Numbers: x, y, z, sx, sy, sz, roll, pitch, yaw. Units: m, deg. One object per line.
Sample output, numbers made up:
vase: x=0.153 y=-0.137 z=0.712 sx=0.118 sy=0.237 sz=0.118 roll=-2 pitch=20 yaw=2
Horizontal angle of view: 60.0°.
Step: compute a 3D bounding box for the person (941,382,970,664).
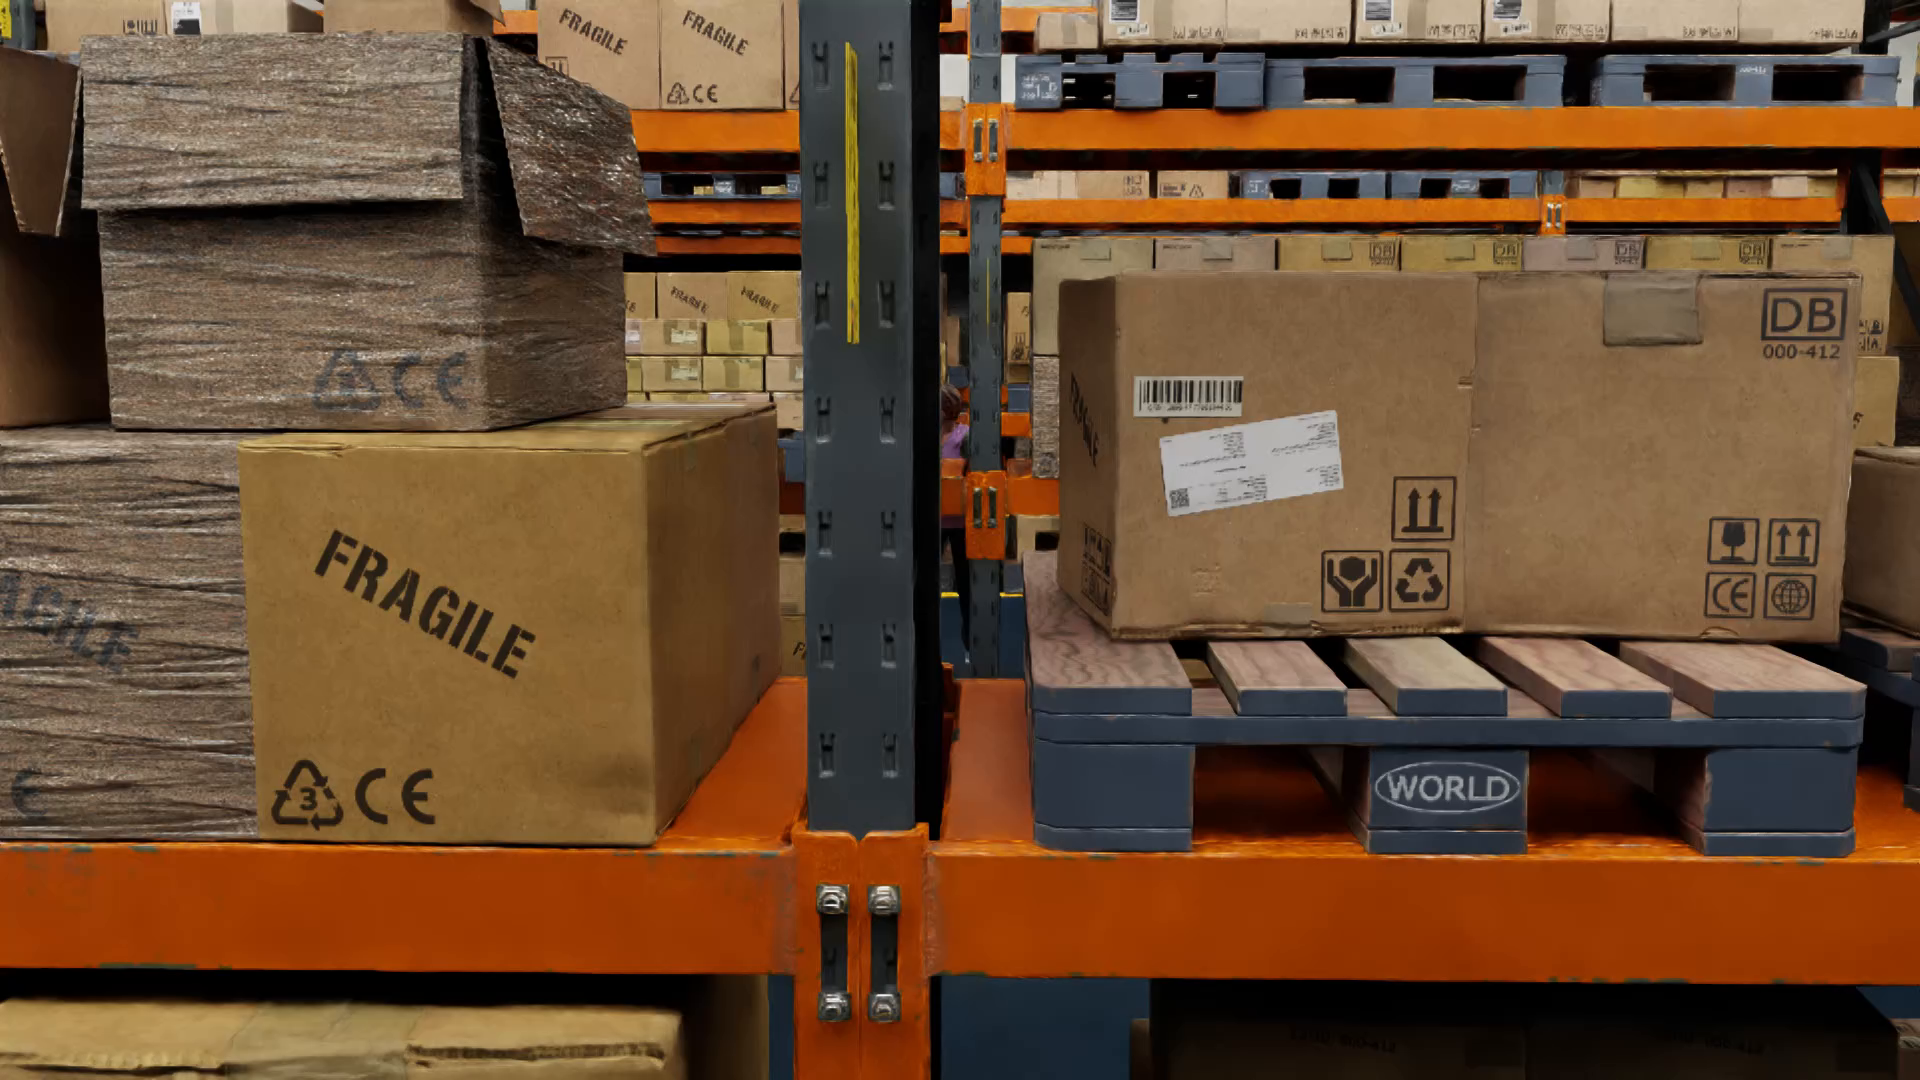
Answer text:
person: x=-0.103 y=-0.071 z=9.187 sx=0.509 sy=1.595 sz=0.518 roll=4 pitch=8 yaw=26
